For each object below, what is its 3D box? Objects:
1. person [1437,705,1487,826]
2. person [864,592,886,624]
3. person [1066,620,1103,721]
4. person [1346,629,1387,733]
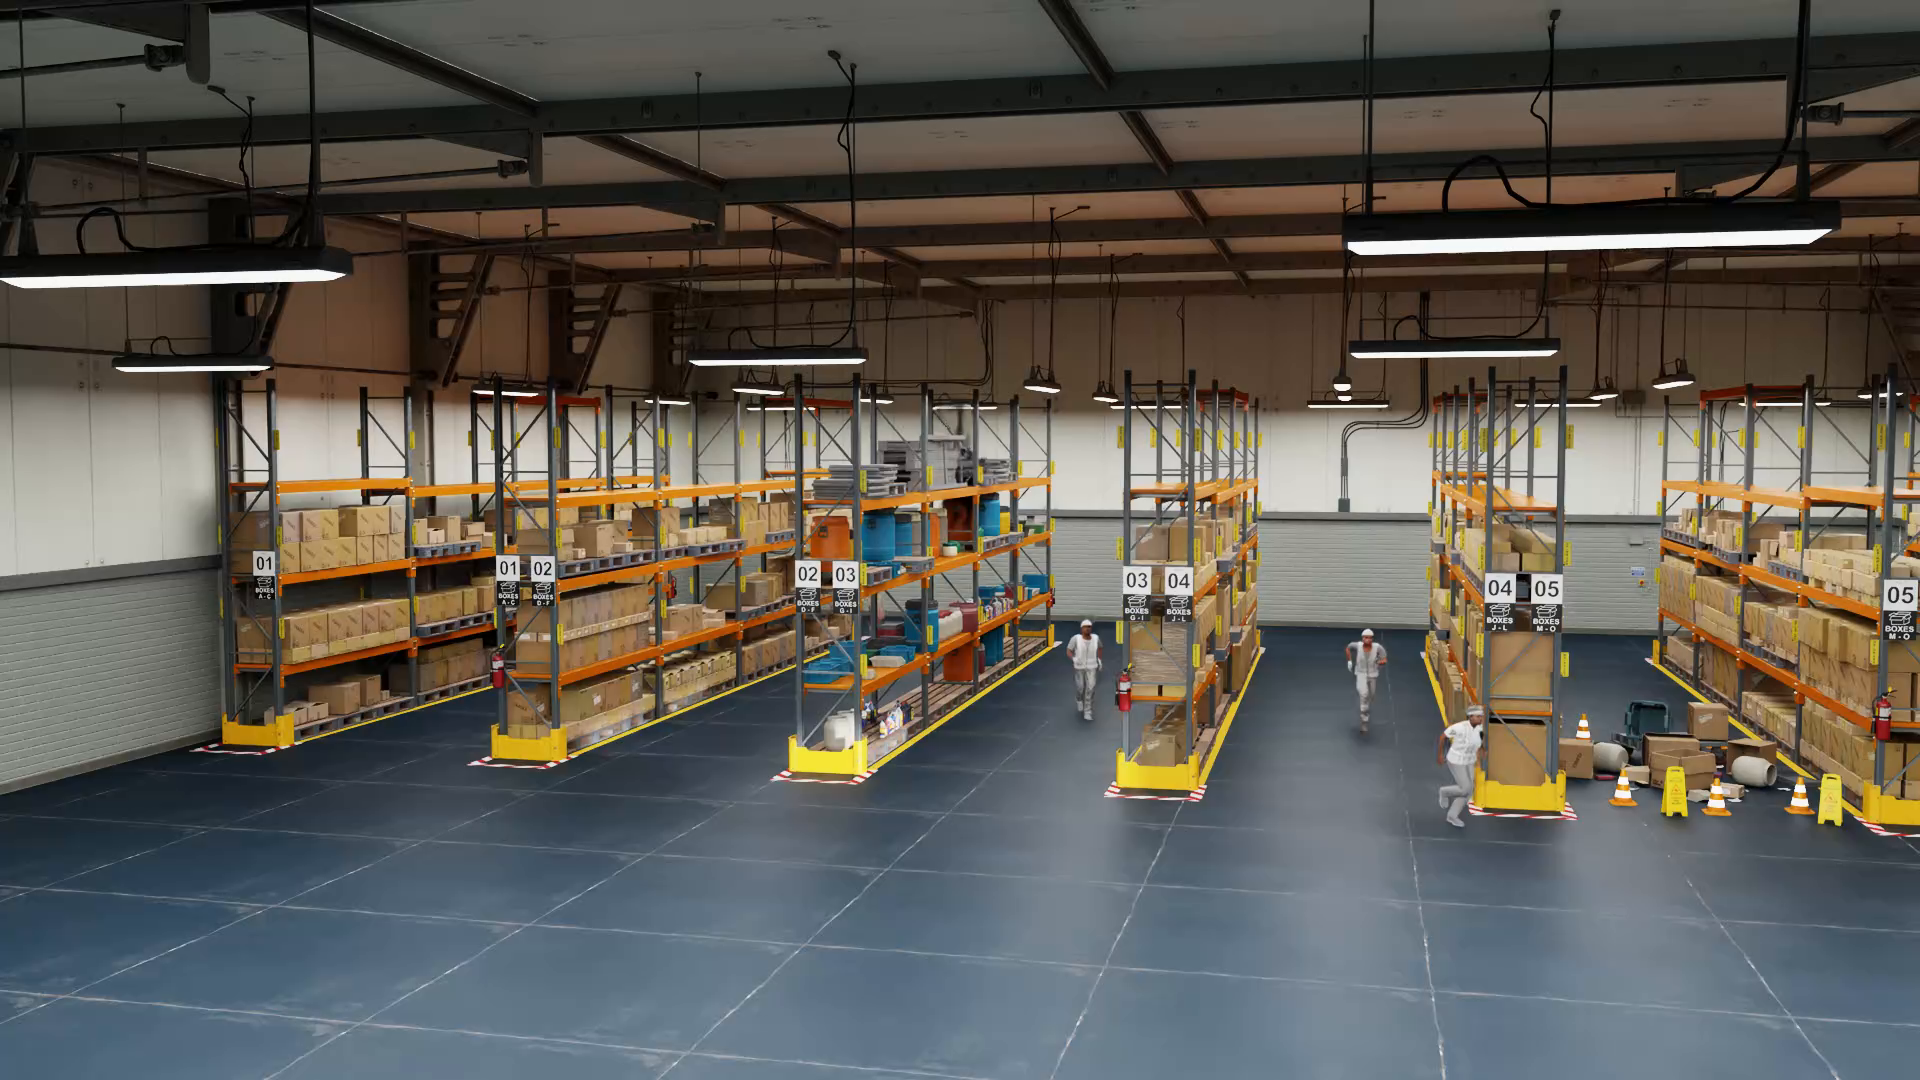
[{"bbox_3d":[6.546,2.916,21.608,0.563,1.614,0.688,-2,4,-33],"label":"person"},{"bbox_3d":[-2.199,1.666,42.362,0.549,1.583,0.573,3,5,42],"label":"person"},{"bbox_3d":[2.259,2.321,30.000,0.683,1.775,0.880,0,3,-2],"label":"person"},{"bbox_3d":[7.033,2.402,28.816,0.650,1.786,0.975,0,3,2],"label":"person"}]
